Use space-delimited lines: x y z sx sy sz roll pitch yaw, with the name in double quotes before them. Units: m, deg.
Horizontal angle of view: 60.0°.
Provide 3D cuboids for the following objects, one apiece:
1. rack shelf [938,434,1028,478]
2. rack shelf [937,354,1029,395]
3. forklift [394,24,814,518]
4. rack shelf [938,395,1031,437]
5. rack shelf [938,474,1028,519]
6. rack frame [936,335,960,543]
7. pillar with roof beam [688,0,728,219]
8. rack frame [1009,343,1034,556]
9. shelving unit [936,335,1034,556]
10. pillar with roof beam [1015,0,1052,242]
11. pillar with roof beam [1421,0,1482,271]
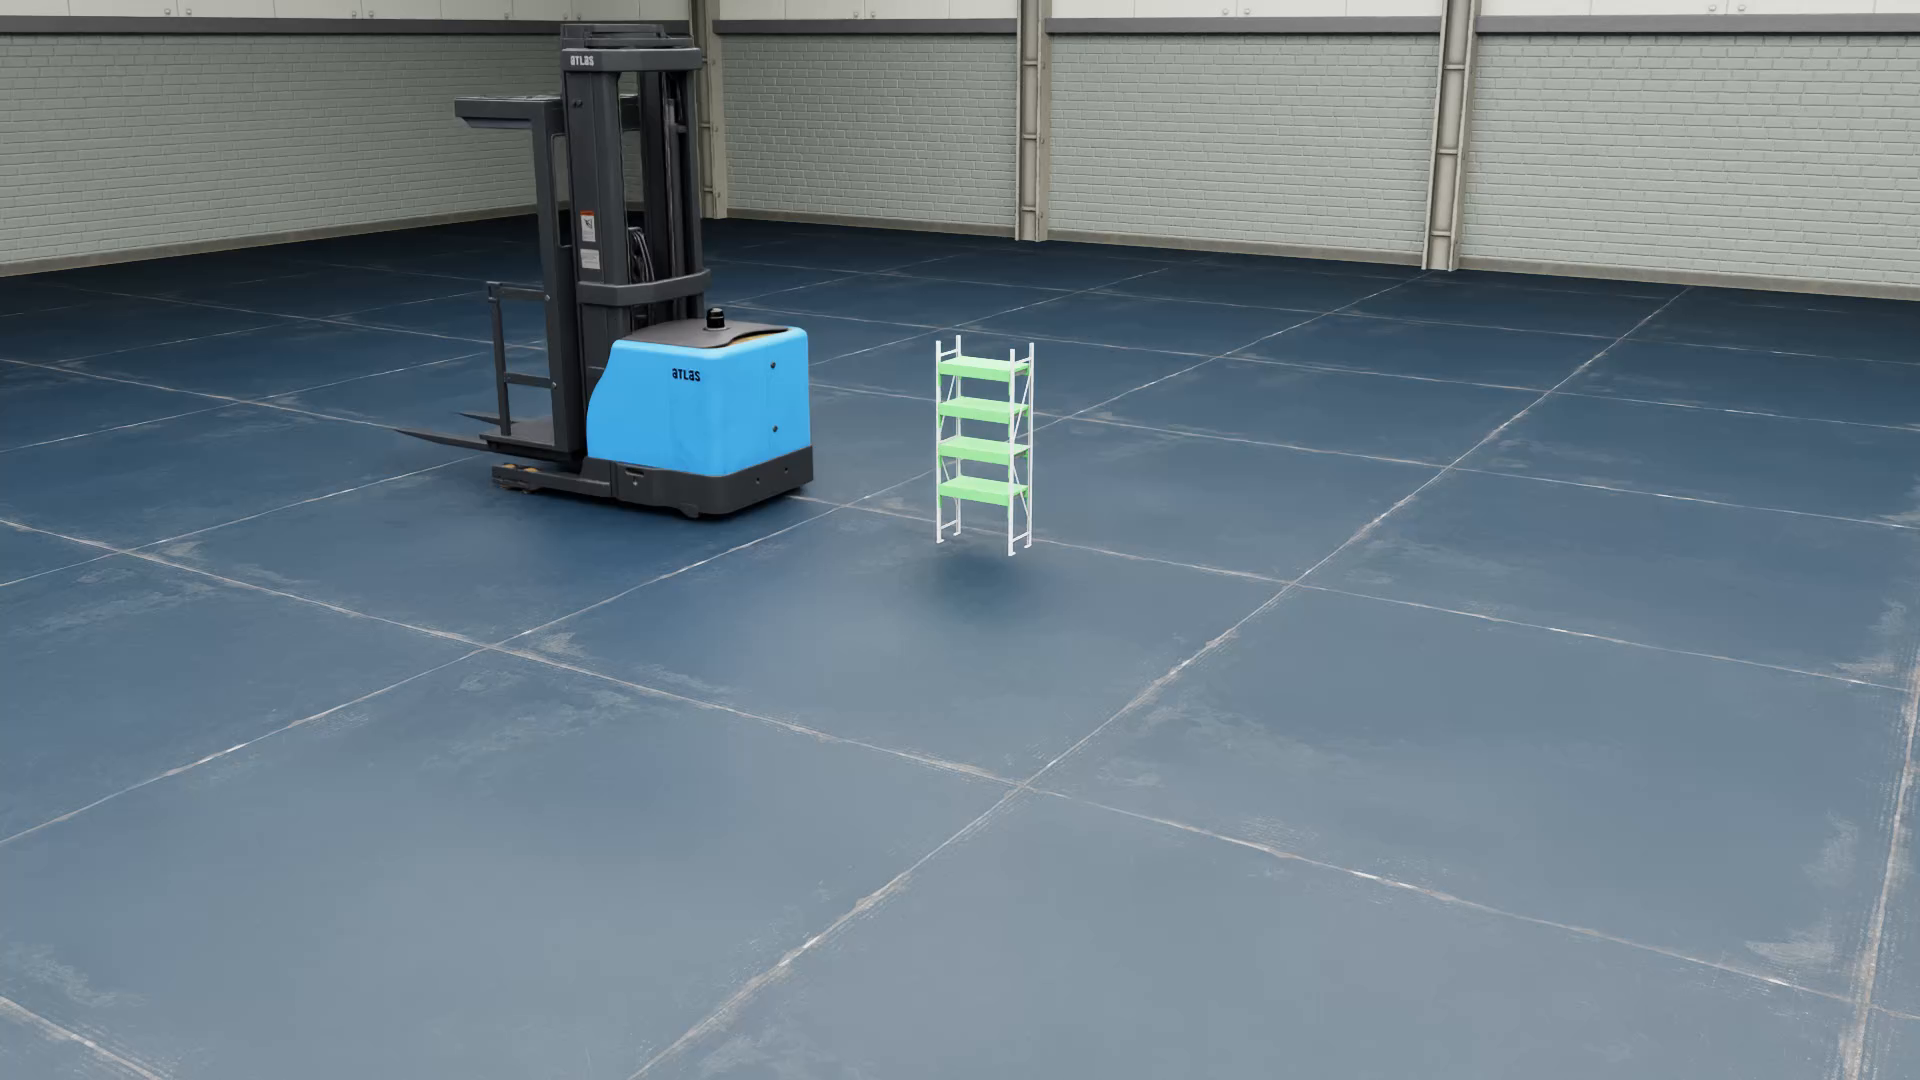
"rack shelf" 0.141 -0.488 9.642 0.480 0.148 0.258 10 20 30
"rack shelf" 0.141 -0.947 9.503 0.480 0.148 0.258 10 20 30
"forklift" -2.497 -1.829 10.860 3.031 2.935 1.130 10 19 29
"rack shelf" 0.141 -0.717 9.573 0.480 0.148 0.258 10 20 30
"rack shelf" 0.141 -0.258 9.712 0.480 0.148 0.258 10 20 30
"rack frame" -0.067 -0.586 9.746 0.015 1.200 0.240 10 20 30
"pillar with roof beam" -6.316 -8.547 22.537 0.400 9.000 9.100 10 20 30
"rack frame" 0.349 -0.512 9.502 0.015 1.200 0.240 10 20 30
"shelving unit" 0.141 -0.549 9.624 0.503 1.200 0.258 10 20 30
"pillar with roof beam" -1.203 -7.635 19.532 0.400 9.000 9.100 10 20 30
"pillar with roof beam" 3.909 -6.722 16.528 0.400 9.000 9.100 10 20 30
